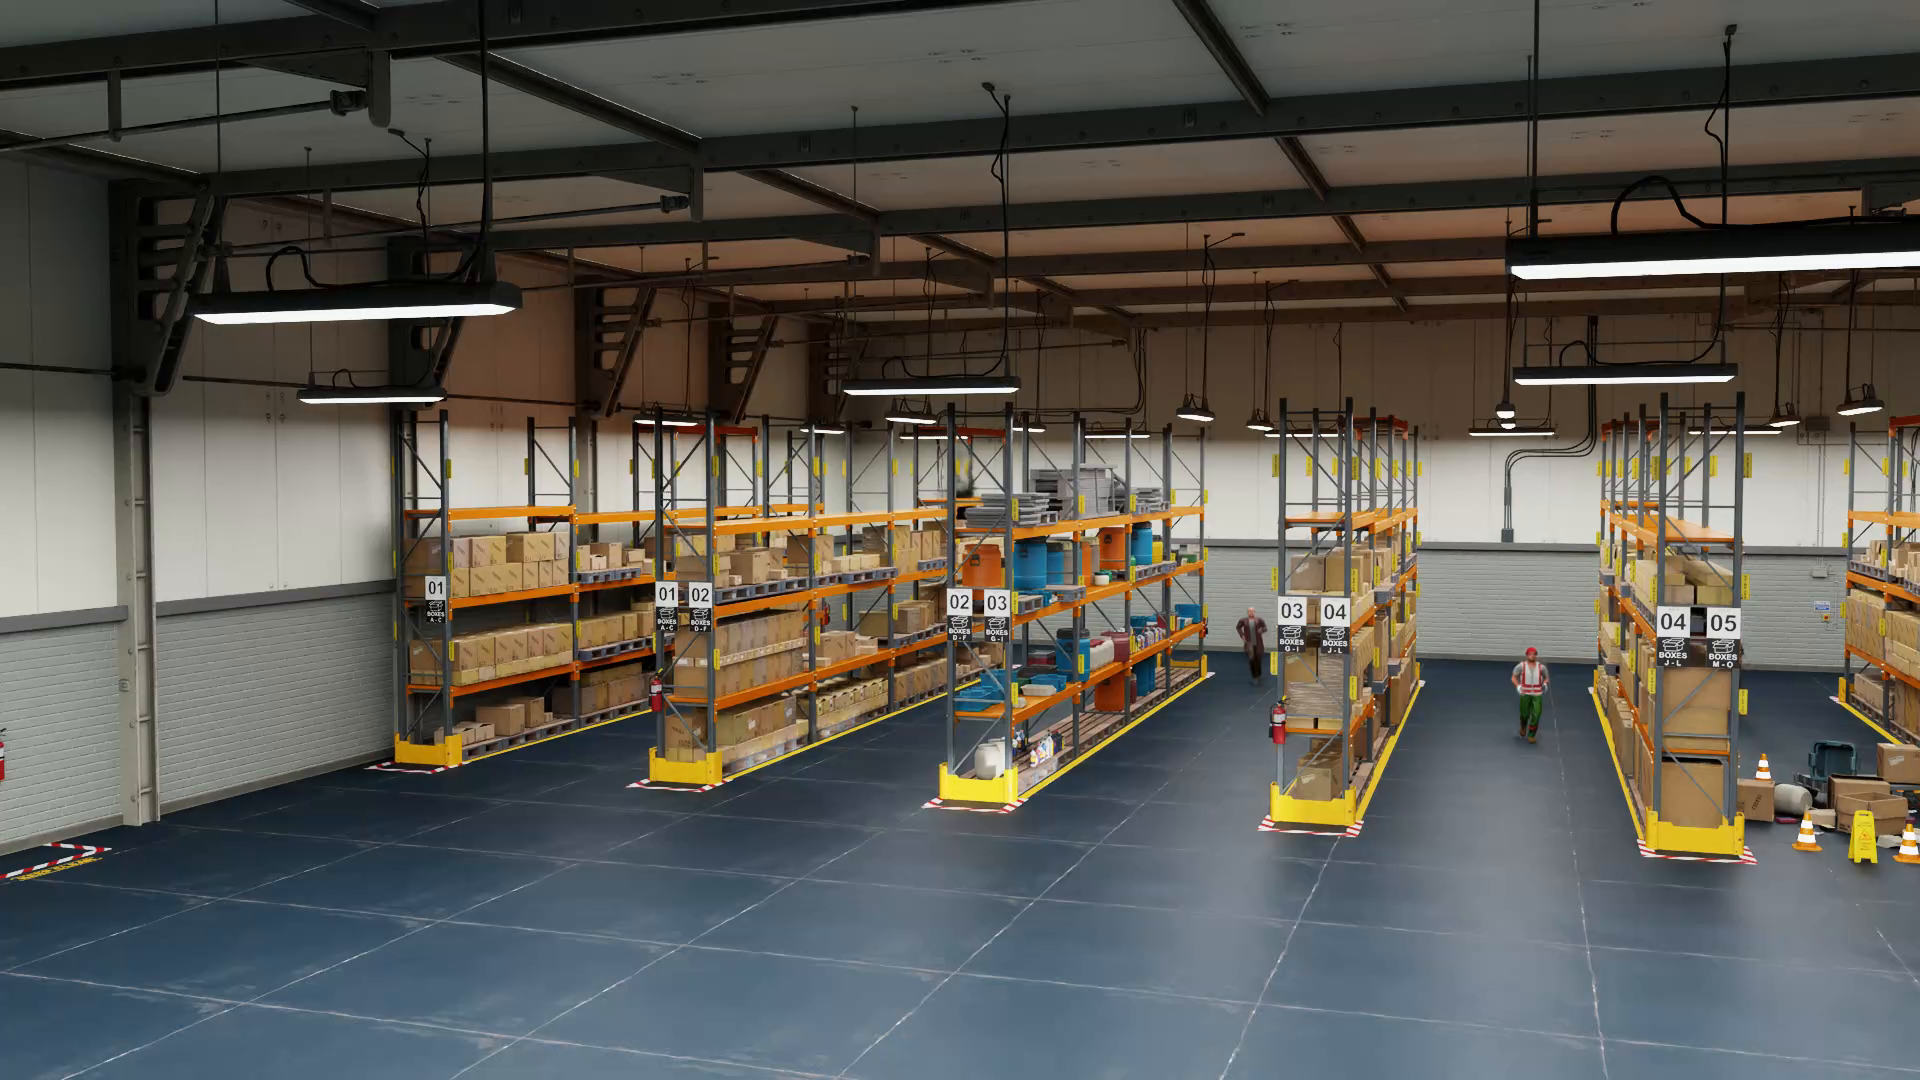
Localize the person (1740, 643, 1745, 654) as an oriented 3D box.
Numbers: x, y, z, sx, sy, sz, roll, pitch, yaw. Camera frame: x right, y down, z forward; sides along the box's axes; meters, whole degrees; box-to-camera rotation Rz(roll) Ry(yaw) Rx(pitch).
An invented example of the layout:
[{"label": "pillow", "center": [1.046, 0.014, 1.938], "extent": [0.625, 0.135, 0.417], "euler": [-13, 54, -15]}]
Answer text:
[{"label": "person", "center": [15.927, 2.653, 34.465], "extent": [0.657, 1.777, 0.829], "euler": [1, 3, 13]}]

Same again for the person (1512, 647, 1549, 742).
[{"label": "person", "center": [10.443, 2.826, 30.403], "extent": [0.652, 1.736, 0.612], "euler": [0, 2, 11]}]

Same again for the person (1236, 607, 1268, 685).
[{"label": "person", "center": [6.816, 2.502, 38.777], "extent": [0.703, 1.779, 0.813], "euler": [0, 2, 3]}]
